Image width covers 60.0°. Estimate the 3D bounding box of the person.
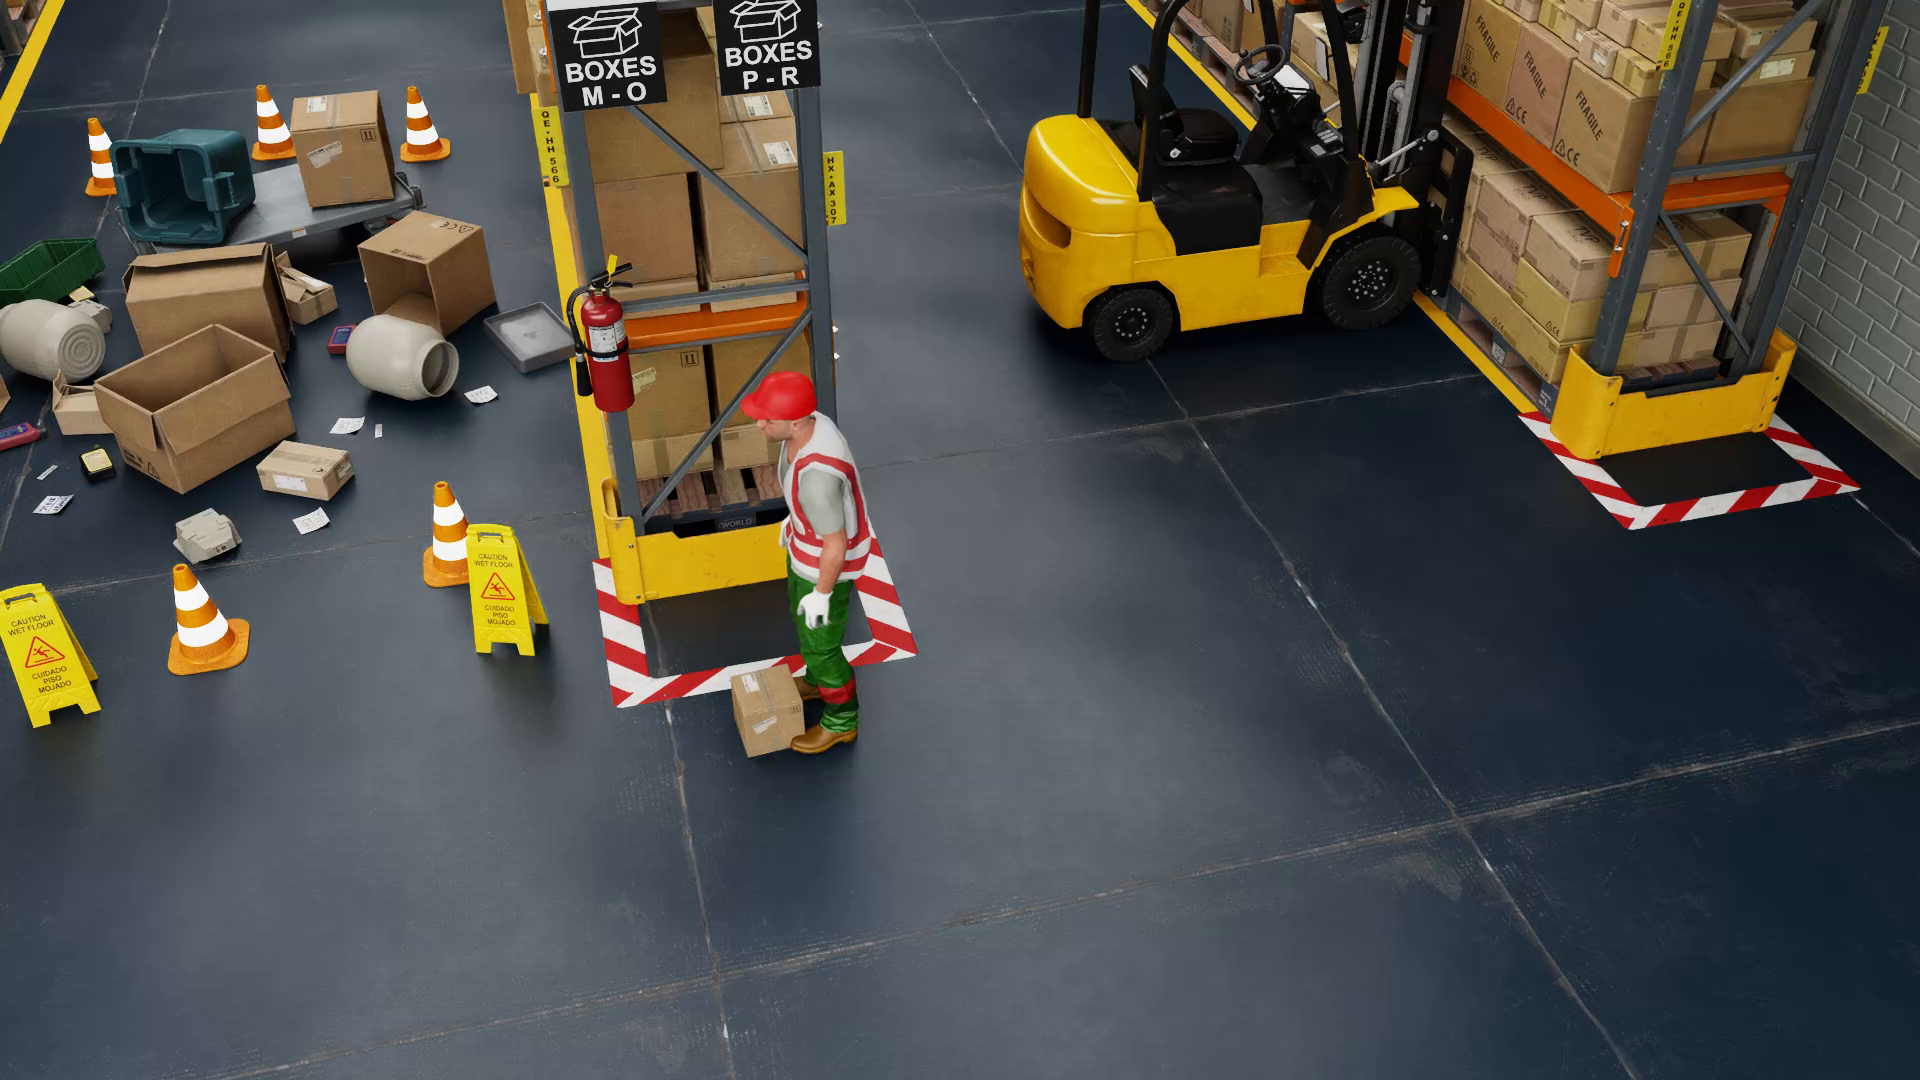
[{"bbox_3d":[-0.590,0.077,6.603,0.449,1.779,0.609,-9,39,-12],"label":"person"}]
